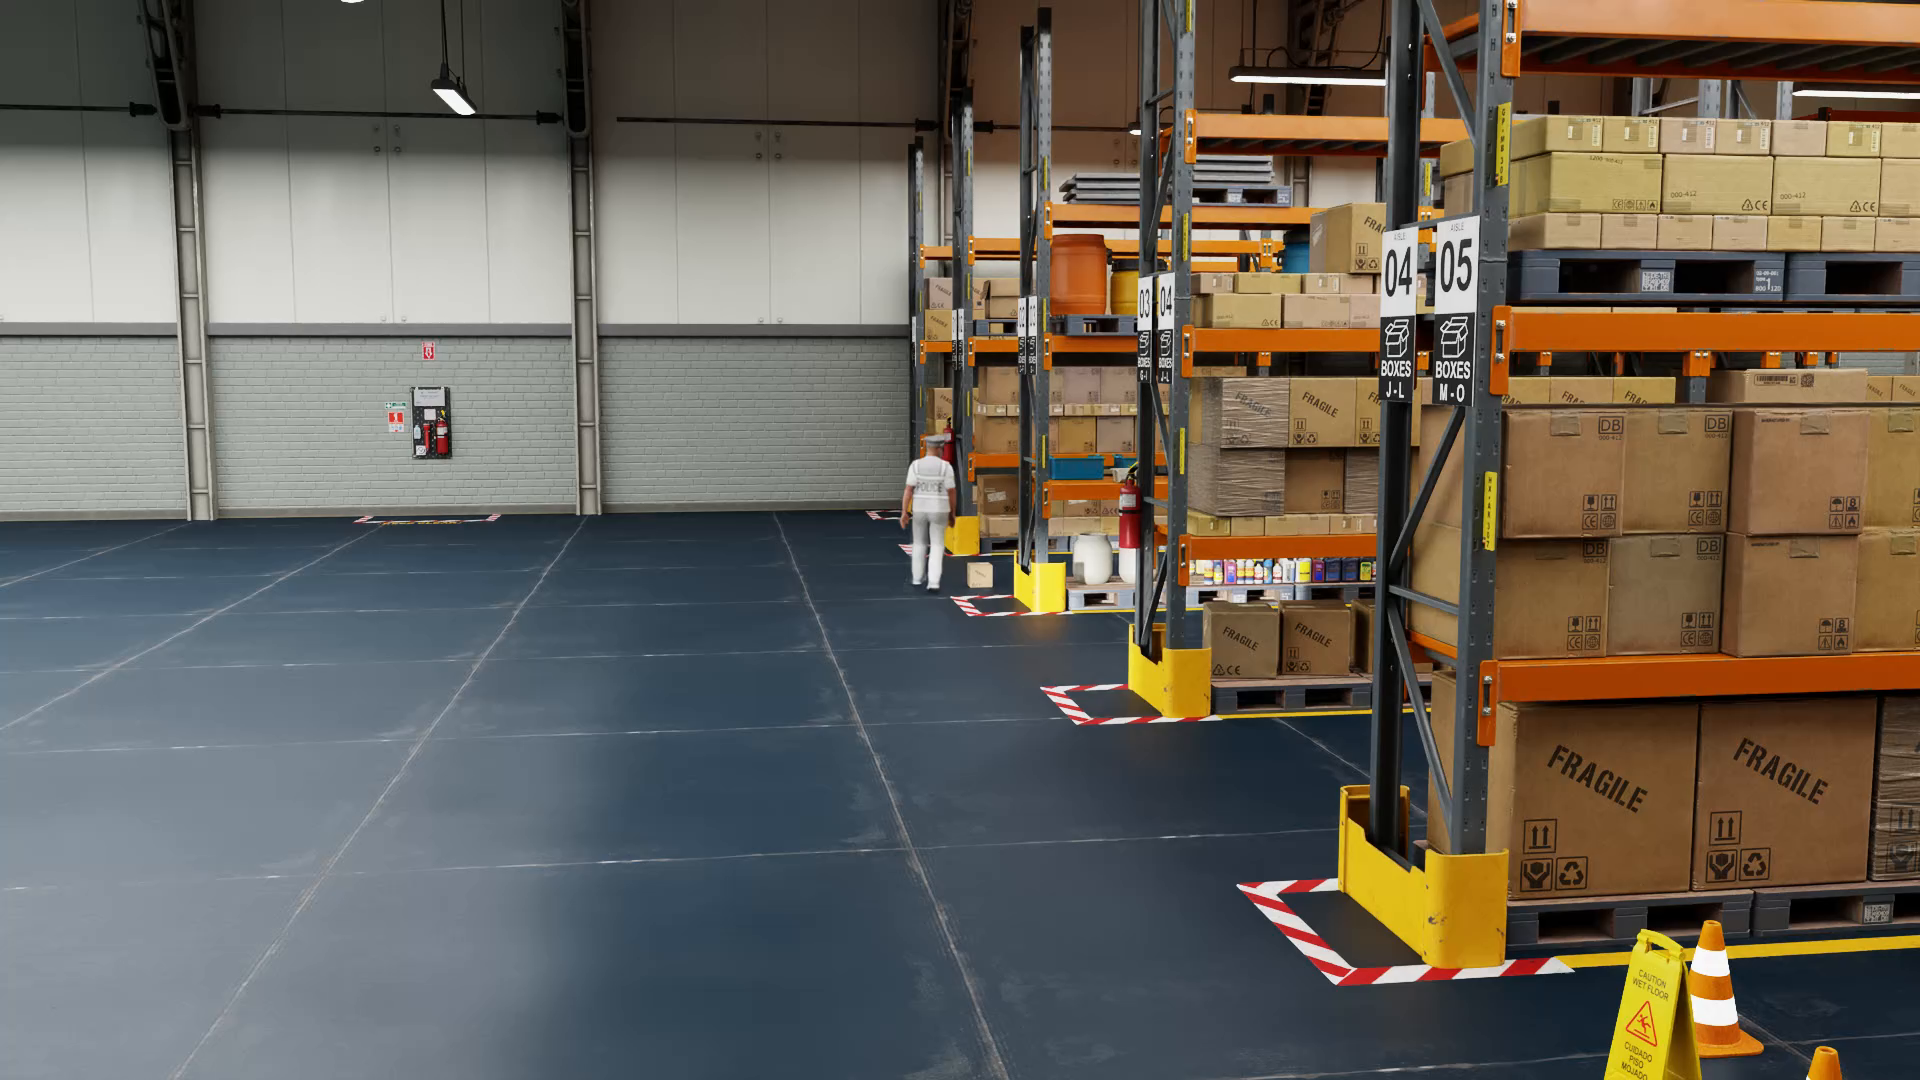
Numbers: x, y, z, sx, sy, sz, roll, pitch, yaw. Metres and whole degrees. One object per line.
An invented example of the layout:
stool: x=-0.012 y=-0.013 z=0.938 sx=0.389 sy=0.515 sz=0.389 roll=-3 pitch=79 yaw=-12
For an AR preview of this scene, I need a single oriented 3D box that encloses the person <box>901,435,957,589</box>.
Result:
person: x=-0.317 y=-0.317 z=18.567 sx=0.601 sy=1.699 sz=0.903 roll=2 pitch=7 yaw=14
